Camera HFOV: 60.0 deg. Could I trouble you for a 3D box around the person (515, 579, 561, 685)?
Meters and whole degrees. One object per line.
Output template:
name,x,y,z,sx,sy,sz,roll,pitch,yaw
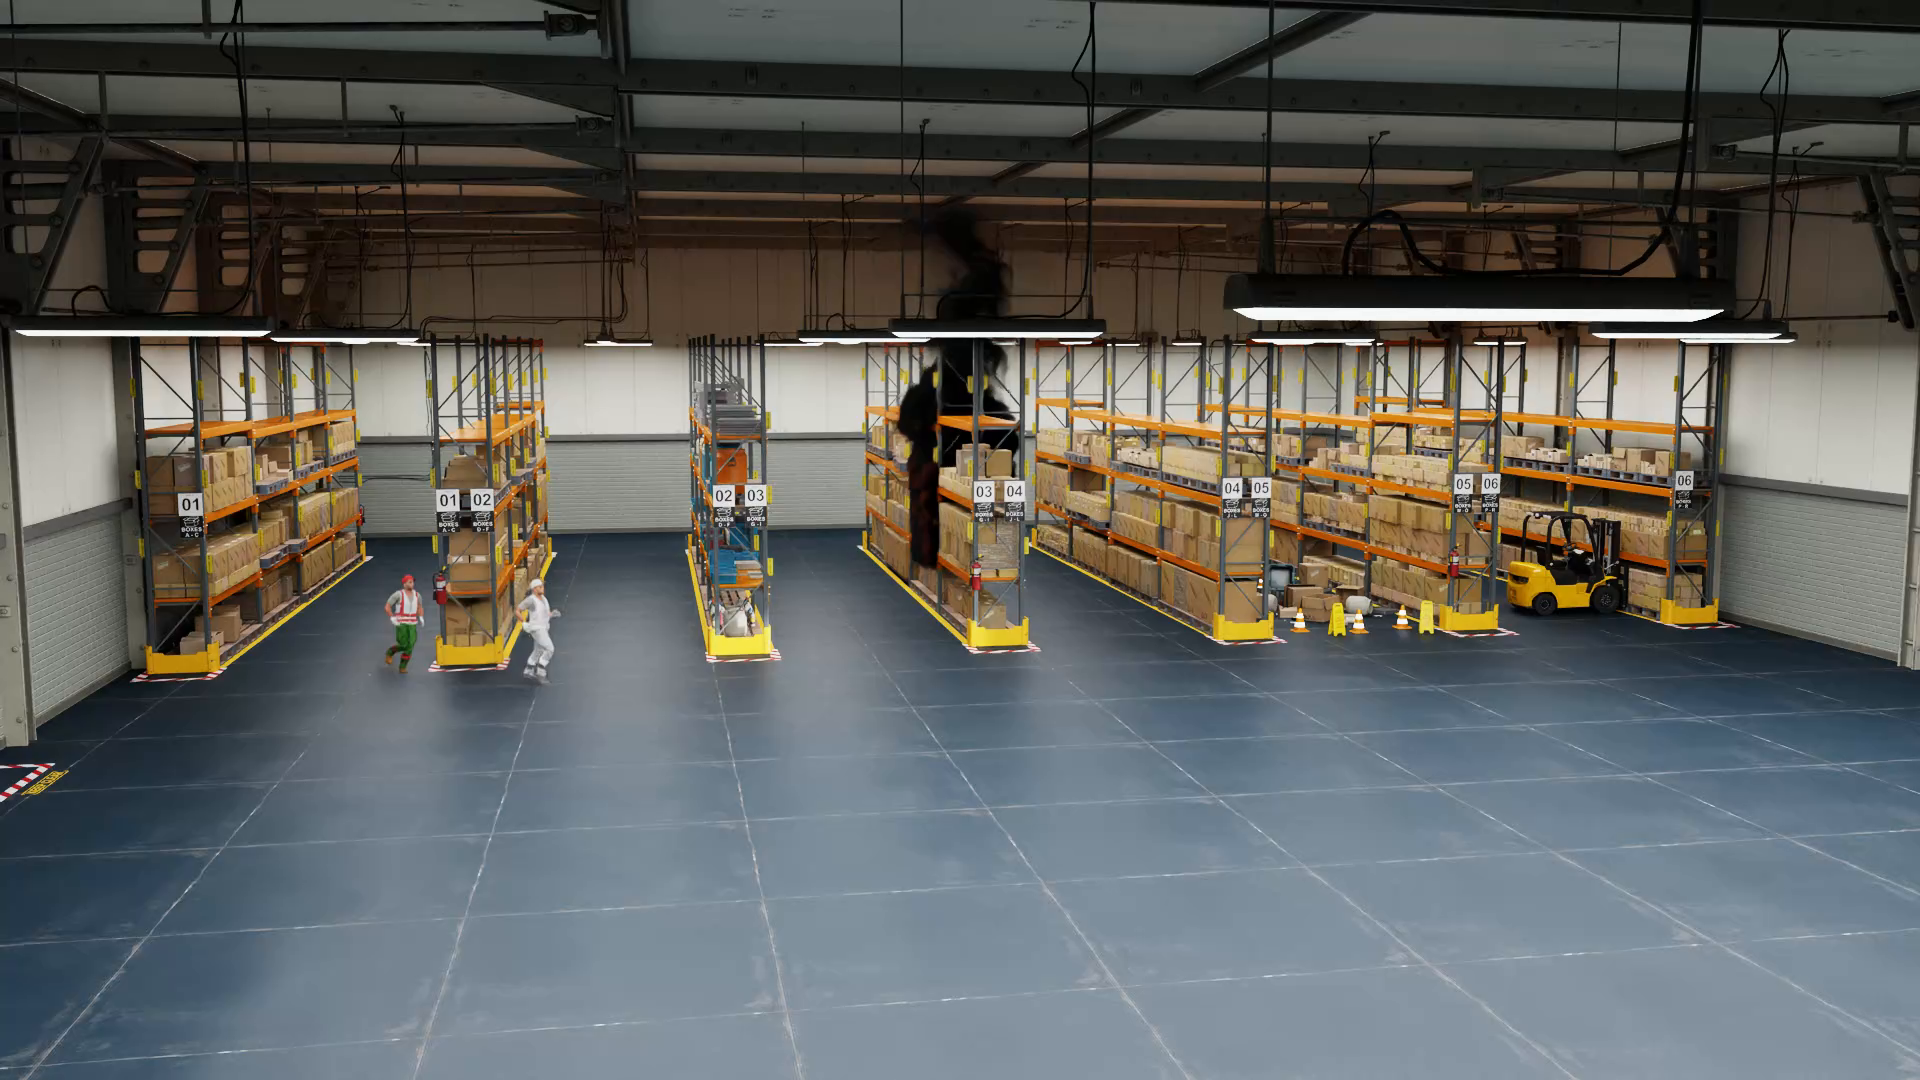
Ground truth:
person,-7.197,1.578,28.493,0.743,1.823,0.648,1,7,12

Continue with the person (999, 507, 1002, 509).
person,0.925,-0.628,48.536,0.681,1.612,0.561,2,7,14

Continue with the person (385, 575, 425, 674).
person,-9.842,1.483,29.612,0.686,1.715,0.703,6,9,44
